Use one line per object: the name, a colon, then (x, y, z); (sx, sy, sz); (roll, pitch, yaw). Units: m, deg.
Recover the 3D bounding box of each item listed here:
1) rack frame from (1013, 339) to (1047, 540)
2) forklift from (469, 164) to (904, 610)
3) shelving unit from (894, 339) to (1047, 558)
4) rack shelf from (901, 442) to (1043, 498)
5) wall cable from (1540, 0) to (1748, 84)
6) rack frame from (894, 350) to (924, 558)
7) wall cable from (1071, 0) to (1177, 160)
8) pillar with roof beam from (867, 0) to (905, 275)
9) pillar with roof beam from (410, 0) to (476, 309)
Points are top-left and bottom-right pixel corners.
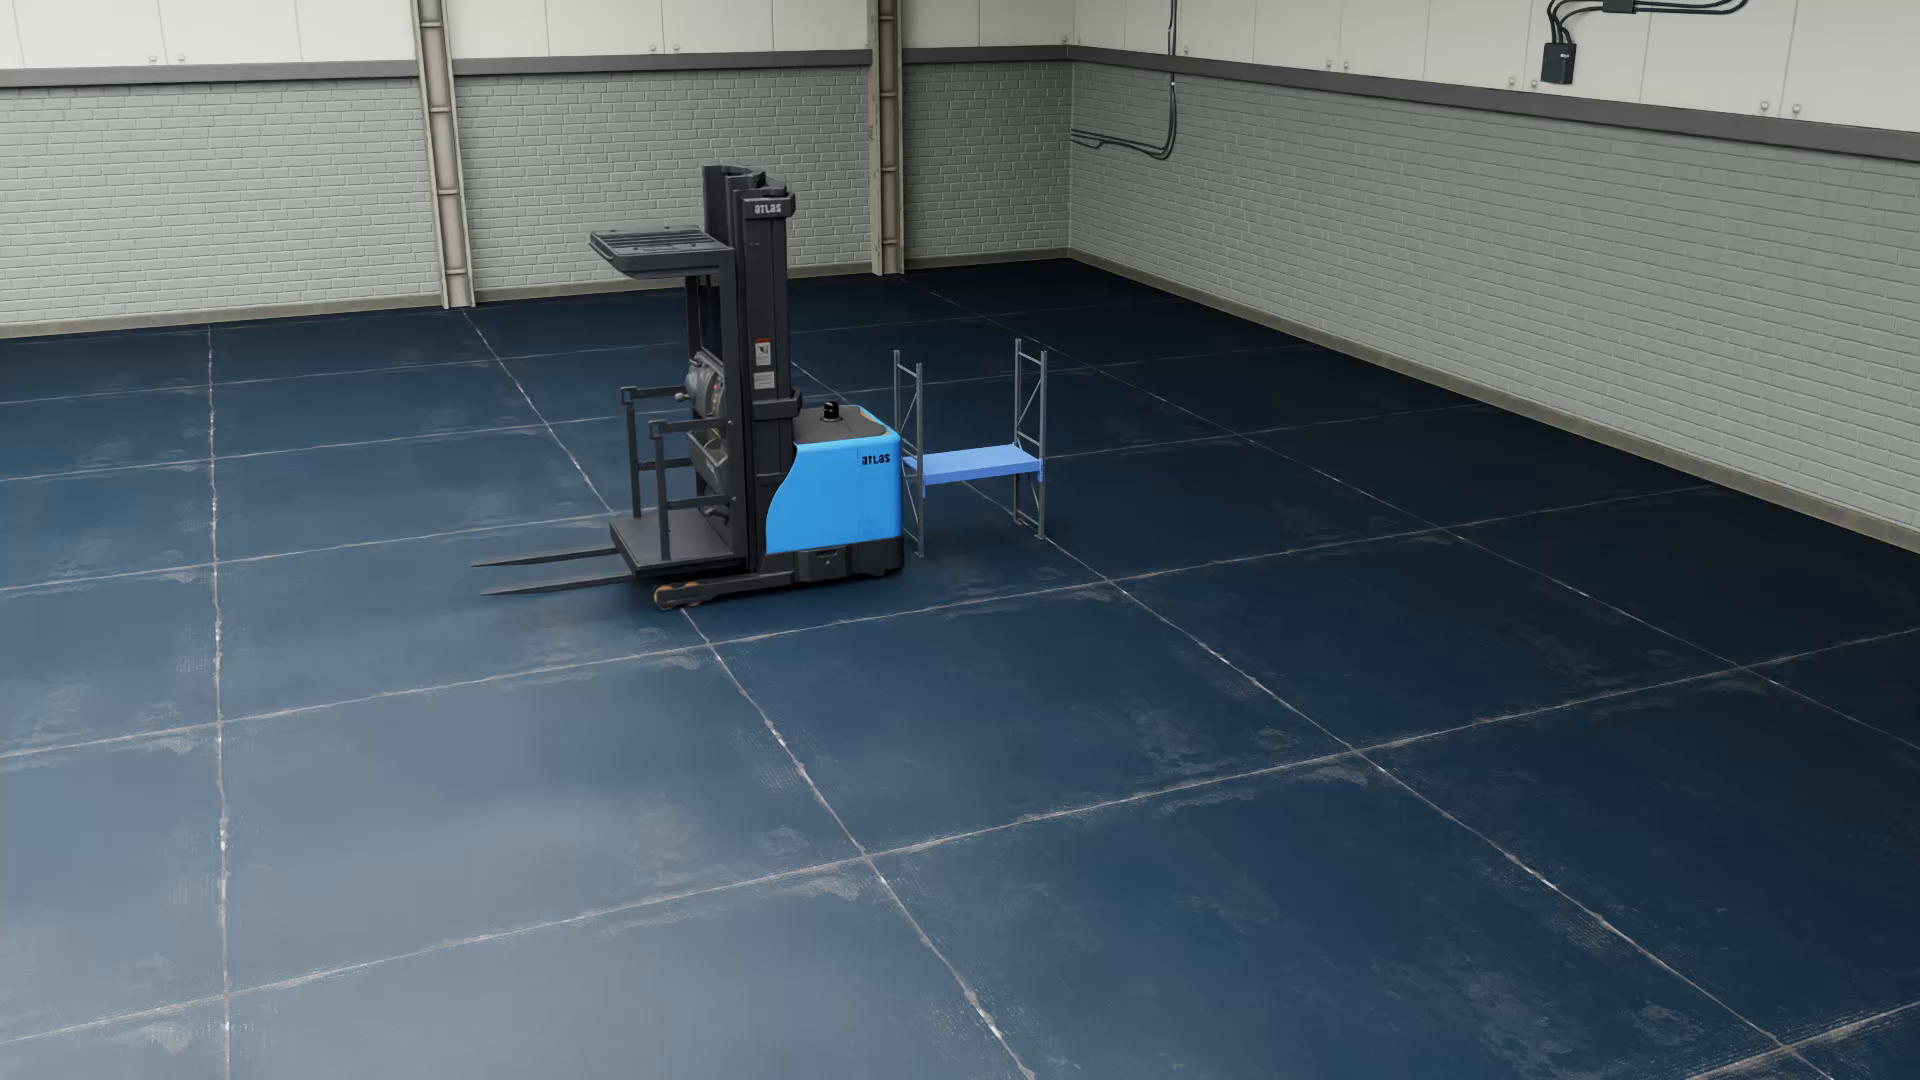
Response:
rack frame: (0.545, -0.786, 12.995); (0.032, 1.500, 0.500); (-8, 21, -22)
forklift: (-1.981, -1.093, 11.712); (3.031, 2.935, 1.130); (-8, 21, -20)
shelving unit: (0.078, -0.719, 12.805); (1.048, 1.500, 0.538); (-8, 21, -22)
rack shelf: (0.078, -0.549, 12.865); (1.000, 0.185, 0.538); (-8, 21, -22)
wall cable: (5.937, -6.787, 13.628); (0.169, 6.003, 2.305); (-8, 21, -22)
rack frame: (-0.388, -0.652, 12.615); (0.032, 1.500, 0.500); (-8, 21, -22)
wall cable: (2.191, -6.615, 22.937); (0.112, 2.526, 3.097); (-8, 21, -22)
pillar with roof beam: (0.667, -6.783, 18.737); (0.400, 9.000, 9.100); (-8, 21, -22)
pillar with roof beam: (-4.842, -5.994, 16.495); (0.400, 9.000, 9.100); (-8, 21, -22)
